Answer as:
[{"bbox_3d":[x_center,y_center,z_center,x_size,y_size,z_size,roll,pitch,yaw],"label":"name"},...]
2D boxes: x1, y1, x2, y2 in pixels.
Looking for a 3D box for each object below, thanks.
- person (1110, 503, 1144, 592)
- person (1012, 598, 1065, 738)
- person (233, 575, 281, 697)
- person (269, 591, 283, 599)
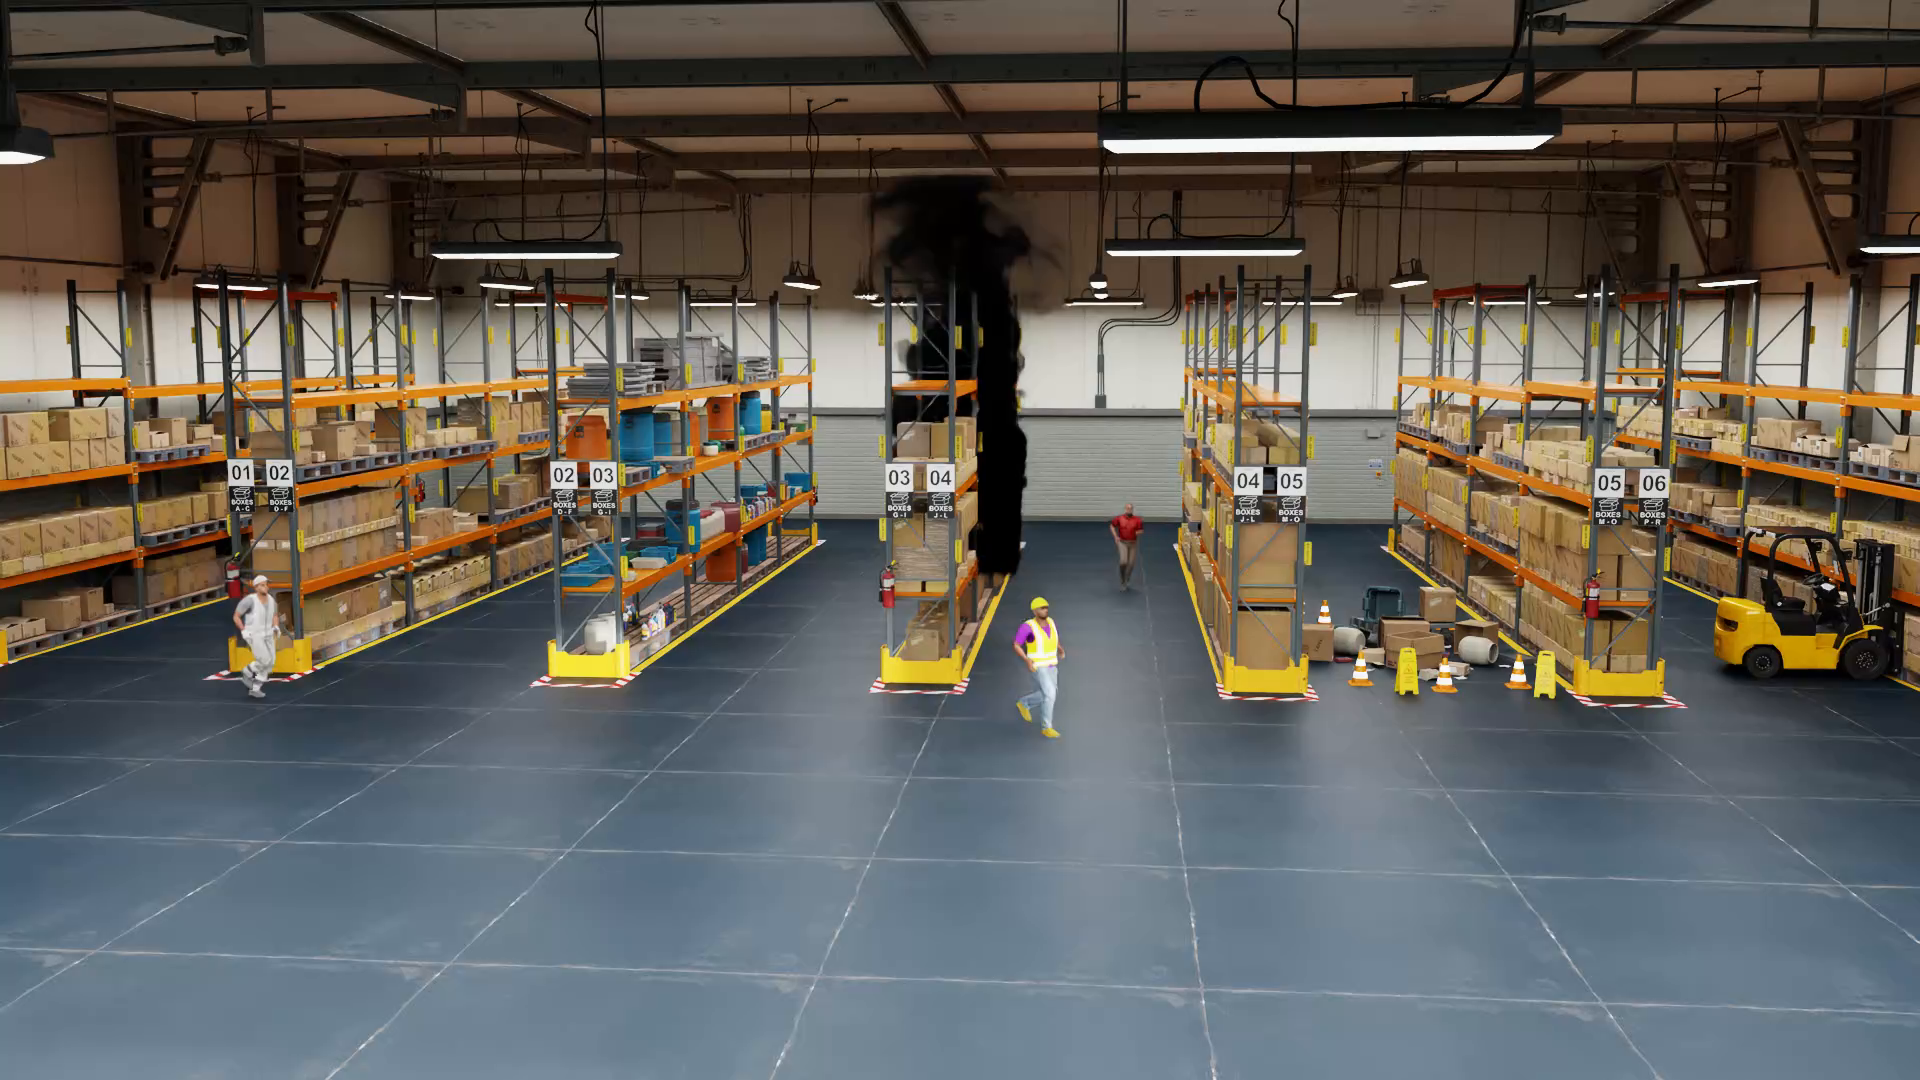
[{"bbox_3d":[3.339,0.159,33.050,0.635,1.786,0.767,-1,7,-7],"label":"person"},{"bbox_3d":[1.020,1.594,21.083,0.692,1.754,0.709,-7,10,-43],"label":"person"},{"bbox_3d":[-9.766,1.342,23.216,0.566,1.713,0.623,3,8,25],"label":"person"},{"bbox_3d":[-11.640,0.732,28.473,0.605,1.669,0.569,1,7,8],"label":"person"}]
